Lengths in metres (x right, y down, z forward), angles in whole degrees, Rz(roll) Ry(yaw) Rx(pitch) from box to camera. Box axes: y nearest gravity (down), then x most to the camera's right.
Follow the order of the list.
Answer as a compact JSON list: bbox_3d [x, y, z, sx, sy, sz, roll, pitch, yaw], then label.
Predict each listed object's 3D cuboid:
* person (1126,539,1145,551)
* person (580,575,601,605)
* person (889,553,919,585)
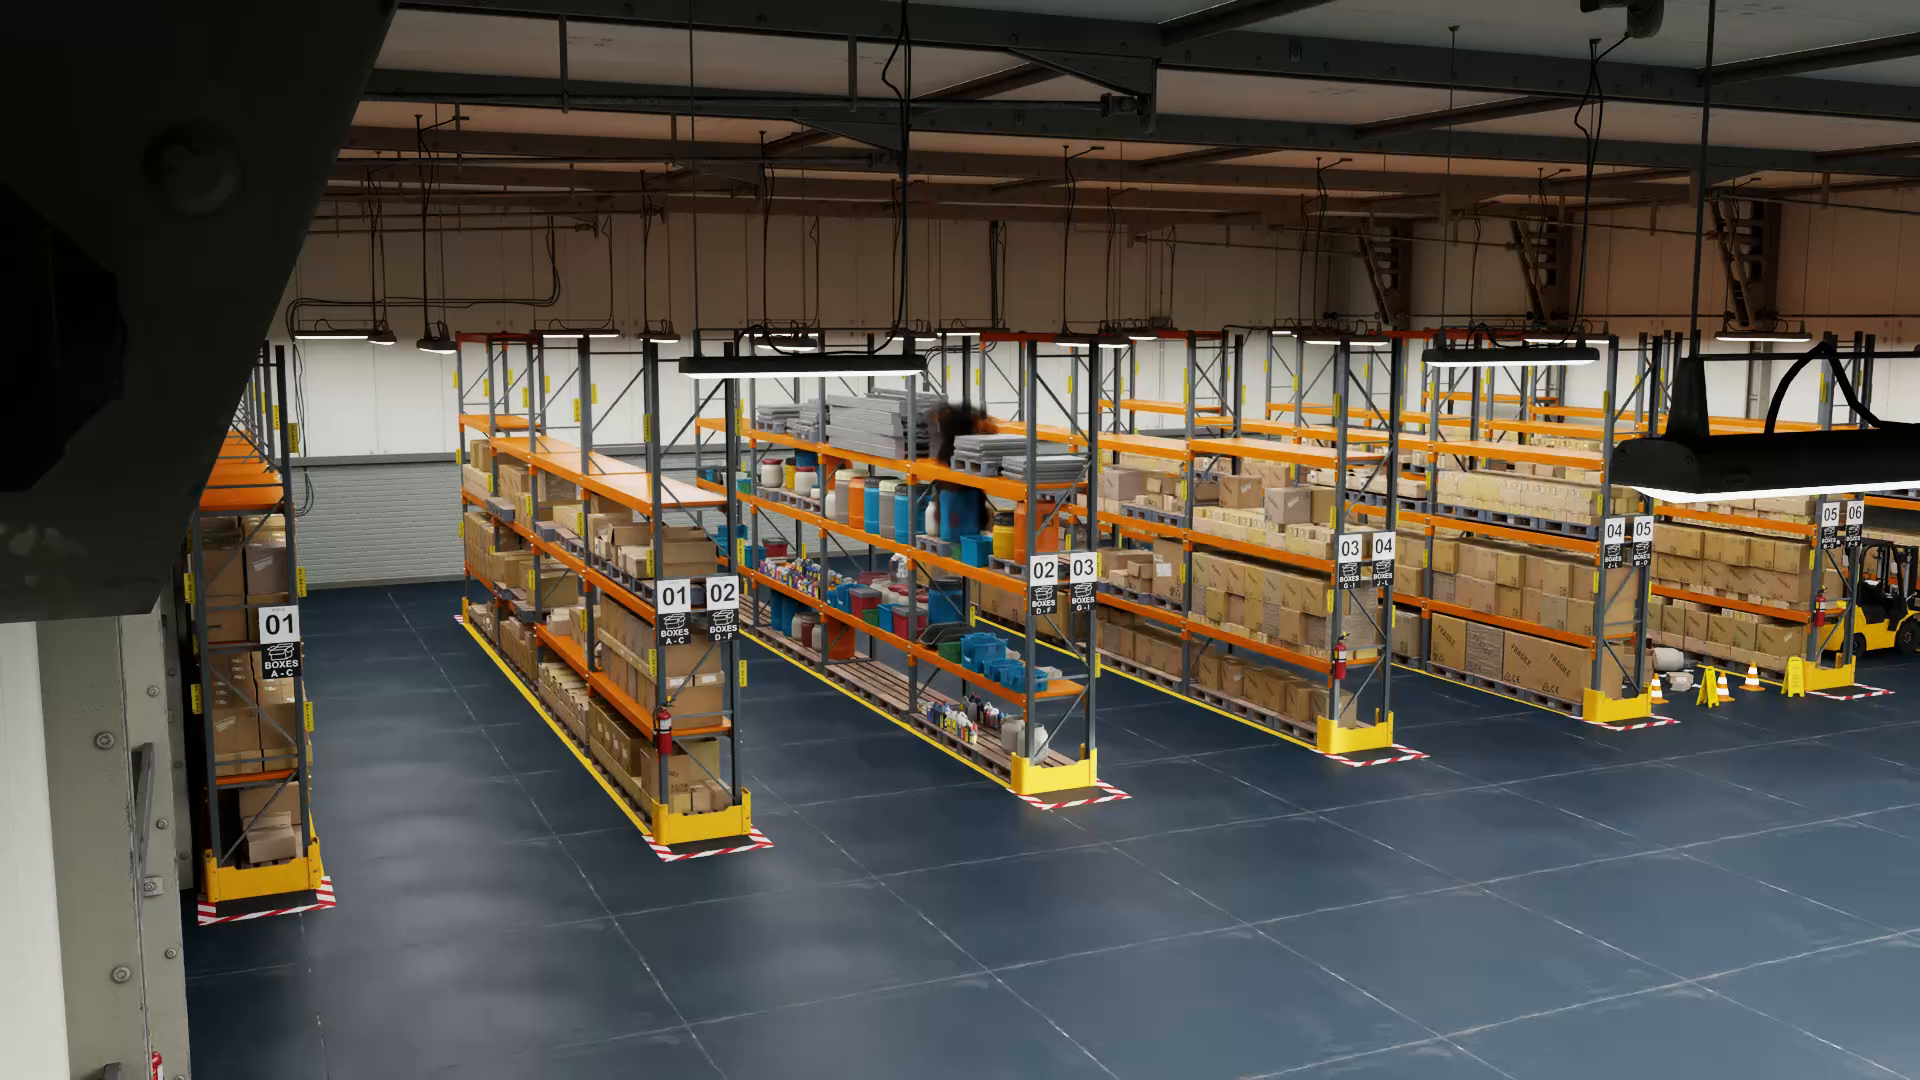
[{"bbox_3d":[4.404,-0.140,41.820,0.878,1.652,0.596,0,8,-3],"label":"person"},{"bbox_3d":[-7.477,0.981,33.729,0.516,1.623,0.824,-4,9,-29],"label":"person"},{"bbox_3d":[-1.167,0.784,35.149,0.658,1.652,0.557,-4,9,-30],"label":"person"}]
